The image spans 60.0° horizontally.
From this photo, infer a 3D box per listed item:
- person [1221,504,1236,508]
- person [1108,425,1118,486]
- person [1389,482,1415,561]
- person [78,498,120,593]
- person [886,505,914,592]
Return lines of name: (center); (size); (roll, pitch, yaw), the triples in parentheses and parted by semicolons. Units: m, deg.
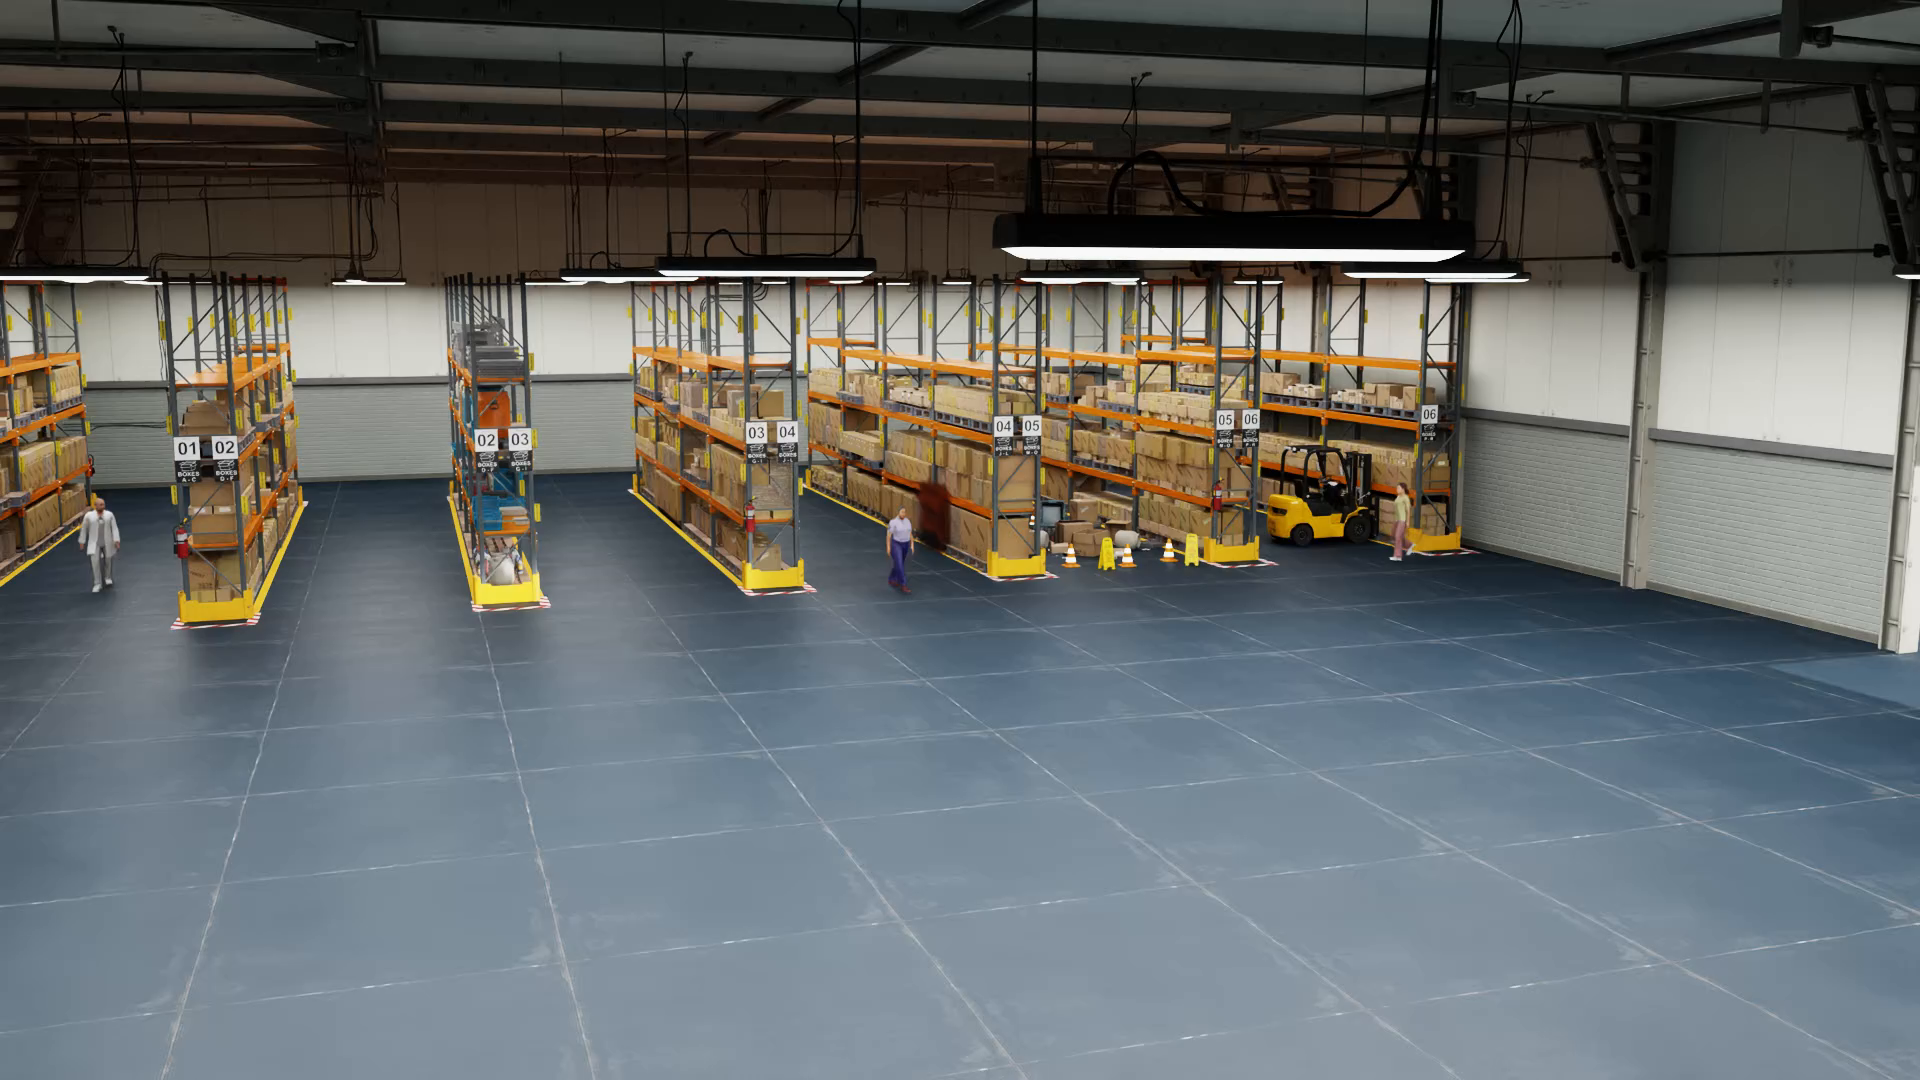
person: (6.450, -1.077, 39.544); (0.659, 1.721, 0.731); (-6, 11, -35)
person: (4.470, -2.476, 48.584); (0.458, 1.764, 0.579); (4, 9, 25)
person: (9.388, -0.401, 35.142); (0.708, 1.655, 0.452); (-3, 9, -20)
person: (-16.440, 0.066, 31.759); (0.719, 1.729, 1.099); (-4, 10, -27)
person: (-1.122, 0.143, 31.736); (0.517, 1.581, 0.956); (-8, 12, -44)
